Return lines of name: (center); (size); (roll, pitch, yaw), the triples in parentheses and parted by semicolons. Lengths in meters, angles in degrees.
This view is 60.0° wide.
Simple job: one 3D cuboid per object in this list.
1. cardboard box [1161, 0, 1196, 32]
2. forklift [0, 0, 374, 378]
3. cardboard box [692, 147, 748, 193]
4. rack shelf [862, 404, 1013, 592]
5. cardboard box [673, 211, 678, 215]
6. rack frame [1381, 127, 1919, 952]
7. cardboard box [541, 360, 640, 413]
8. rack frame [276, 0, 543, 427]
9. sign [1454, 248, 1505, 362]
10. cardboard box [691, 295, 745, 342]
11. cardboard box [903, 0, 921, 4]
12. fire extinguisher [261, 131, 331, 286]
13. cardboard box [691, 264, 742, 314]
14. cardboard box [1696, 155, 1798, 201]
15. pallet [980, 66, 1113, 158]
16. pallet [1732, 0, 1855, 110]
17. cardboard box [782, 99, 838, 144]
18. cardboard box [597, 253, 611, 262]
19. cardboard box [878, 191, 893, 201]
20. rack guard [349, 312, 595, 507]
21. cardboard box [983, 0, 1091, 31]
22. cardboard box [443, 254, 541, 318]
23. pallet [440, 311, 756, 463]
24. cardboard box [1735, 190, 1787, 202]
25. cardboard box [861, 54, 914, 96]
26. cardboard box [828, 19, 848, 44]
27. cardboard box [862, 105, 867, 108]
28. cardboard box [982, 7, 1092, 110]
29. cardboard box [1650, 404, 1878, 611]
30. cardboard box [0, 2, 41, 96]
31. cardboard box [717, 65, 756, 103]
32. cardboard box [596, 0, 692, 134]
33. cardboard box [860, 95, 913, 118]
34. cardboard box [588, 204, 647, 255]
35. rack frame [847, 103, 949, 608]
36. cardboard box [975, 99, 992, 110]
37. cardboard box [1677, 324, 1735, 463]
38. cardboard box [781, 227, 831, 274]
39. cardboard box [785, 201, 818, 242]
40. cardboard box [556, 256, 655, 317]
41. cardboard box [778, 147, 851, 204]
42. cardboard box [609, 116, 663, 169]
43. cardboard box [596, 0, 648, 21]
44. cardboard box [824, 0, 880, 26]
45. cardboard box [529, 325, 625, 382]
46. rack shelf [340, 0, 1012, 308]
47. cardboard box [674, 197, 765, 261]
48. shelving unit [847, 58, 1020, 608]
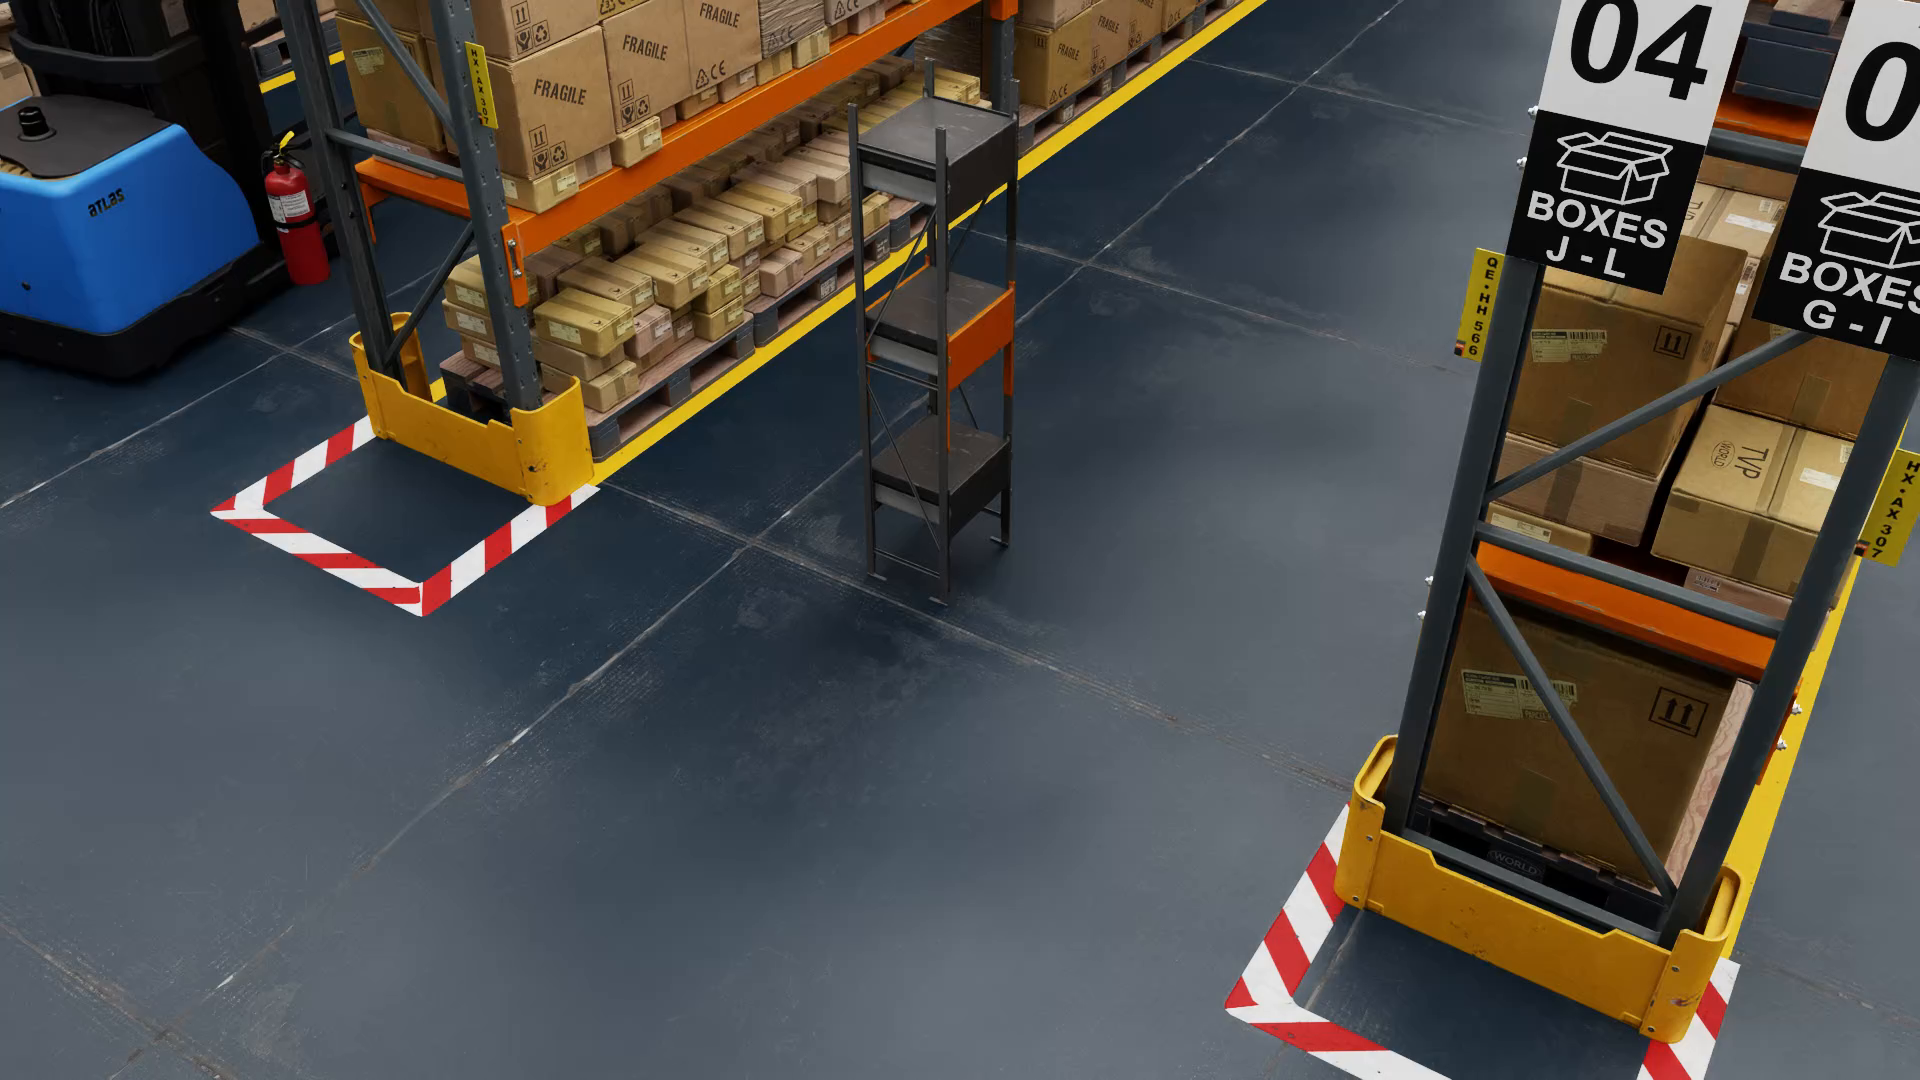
cardboard box: (1.323, -3.893, 11.547); (0.500, 0.500, 0.500); (19, 42, 23)
forklift: (-4.000, -2.858, 8.557); (1.130, 2.935, 3.031); (14, 40, 17)
cardboard box: (-1.355, -1.990, 8.878); (0.380, 0.149, 0.250); (21, 42, 25)
rack shelf: (-0.089, -0.181, 6.934); (0.431, 0.518, 0.480); (21, 42, 25)
cardboard box: (-1.542, -1.748, 8.808); (0.380, 0.149, 0.250); (23, 43, 27)
rack frame: (1.854, 0.112, 4.647); (1.000, 3.000, 0.127); (21, 42, 25)
cardboard box: (-1.729, -0.765, 7.776); (0.380, 0.149, 0.250); (22, 43, 26)
rack frame: (-2.280, -1.562, 6.819); (1.000, 3.000, 0.127); (21, 42, 25)
sign: (1.403, -0.625, 4.461); (0.100, 0.325, 0.005); (21, 42, 25)
cardboard box: (-1.301, -1.153, 8.279); (0.380, 0.149, 0.250); (22, 43, 26)
cardboard box: (-0.332, -3.014, 8.909); (0.380, 0.149, 0.250); (23, 43, 27)
fire extinguisher: (-2.805, -1.405, 6.984); (0.296, 0.674, 0.183); (21, 42, 25)
cardboard box: (-1.303, -1.278, 8.198); (0.380, 0.149, 0.250); (23, 43, 26)
cardboard box: (2.979, -1.621, 6.160); (0.500, 0.500, 0.500); (20, 42, 24)
pallet: (0.279, -2.922, 10.867); (1.003, 0.211, 1.213); (21, 42, 25)
pallet: (2.243, -1.426, 4.259); (1.003, 0.211, 1.213); (21, 42, 25)
cardboard box: (-0.908, -2.376, 9.379); (0.380, 0.149, 0.250); (20, 42, 24)
cardboard box: (-1.961, -1.351, 8.293); (0.380, 0.149, 0.250); (19, 42, 23)
cardboard box: (-0.600, -1.988, 9.363); (0.380, 0.149, 0.250); (20, 42, 24)
rack guard: (-2.239, -0.611, 7.633); (1.175, 0.500, 0.348); (21, 42, 25)
cardboard box: (0.482, -3.392, 10.282); (0.500, 0.250, 0.500); (19, 42, 23)
cardboard box: (-2.210, -1.191, 7.841); (0.380, 0.149, 0.250); (22, 43, 26)
pallet: (-1.774, -0.904, 8.250); (1.003, 0.211, 1.213); (21, 42, 25)
cardboard box: (2.981, -1.328, 6.395); (0.500, 0.250, 0.500); (22, 43, 26)
cardboard box: (-0.496, -2.787, 9.912); (0.380, 0.149, 0.250); (23, 43, 27)
cardboard box: (-0.793, -2.626, 8.405); (0.380, 0.149, 0.250); (21, 42, 24)
cardboard box: (-0.661, -2.537, 9.832); (0.380, 0.149, 0.250); (21, 43, 25)
cardboard box: (0.483, -3.095, 10.511); (0.500, 0.500, 0.500); (23, 43, 27)
cardboard box: (2.339, -0.105, 4.809); (0.500, 0.250, 0.500); (20, 42, 24)
cardboard box: (-5.761, -3.128, 10.606); (0.875, 0.438, 0.875); (22, 43, 26)
cardboard box: (-1.194, -2.216, 7.874); (0.380, 0.149, 0.250); (20, 42, 24)
cardboard box: (-1.541, -2.145, 7.250); (0.500, 0.500, 0.500); (21, 42, 25)
cardboard box: (-0.339, -2.353, 9.349); (0.380, 0.149, 0.250); (21, 42, 25)
cardboard box: (-1.803, -1.589, 8.359); (0.380, 0.149, 0.250); (19, 42, 23)
rack frame: (-0.219, -0.620, 6.335); (0.400, 2.100, 0.015); (21, 42, 25)
cardboard box: (-0.037, -2.513, 9.800); (0.380, 0.149, 0.250); (22, 43, 26)
cardboard box: (2.162, -0.544, 5.378); (0.500, 0.250, 0.500); (20, 42, 24)
cardboard box: (-0.912, -1.566, 8.816); (0.380, 0.149, 0.250); (21, 42, 25)
cardboard box: (-0.977, -1.735, 8.791); (0.380, 0.149, 0.250); (23, 43, 27)
cardboard box: (-1.666, -1.175, 7.822); (0.380, 0.149, 0.250); (22, 43, 26)
cardboard box: (-0.745, -1.932, 8.803); (0.380, 0.149, 0.250); (20, 42, 24)
cardboard box: (-1.539, -1.788, 7.319); (0.380, 0.149, 0.250); (20, 42, 24)
cardboard box: (-1.550, -2.522, 6.921); (0.500, 0.500, 0.500); (22, 43, 26)
cardboard box: (-0.704, -2.916, 8.251); (0.500, 0.500, 0.500); (21, 42, 25)
cardboard box: (-1.783, -0.903, 7.712); (0.380, 0.149, 0.250); (23, 43, 27)
rack shelf: (-1.208, -2.308, 8.376); (1.077, 0.370, 4.000); (21, 42, 25)
cardboard box: (-1.204, -1.558, 8.318); (0.380, 0.149, 0.250); (23, 43, 27)
shelving unit: (-0.089, -0.746, 6.498); (0.431, 2.100, 0.503); (21, 42, 25)
